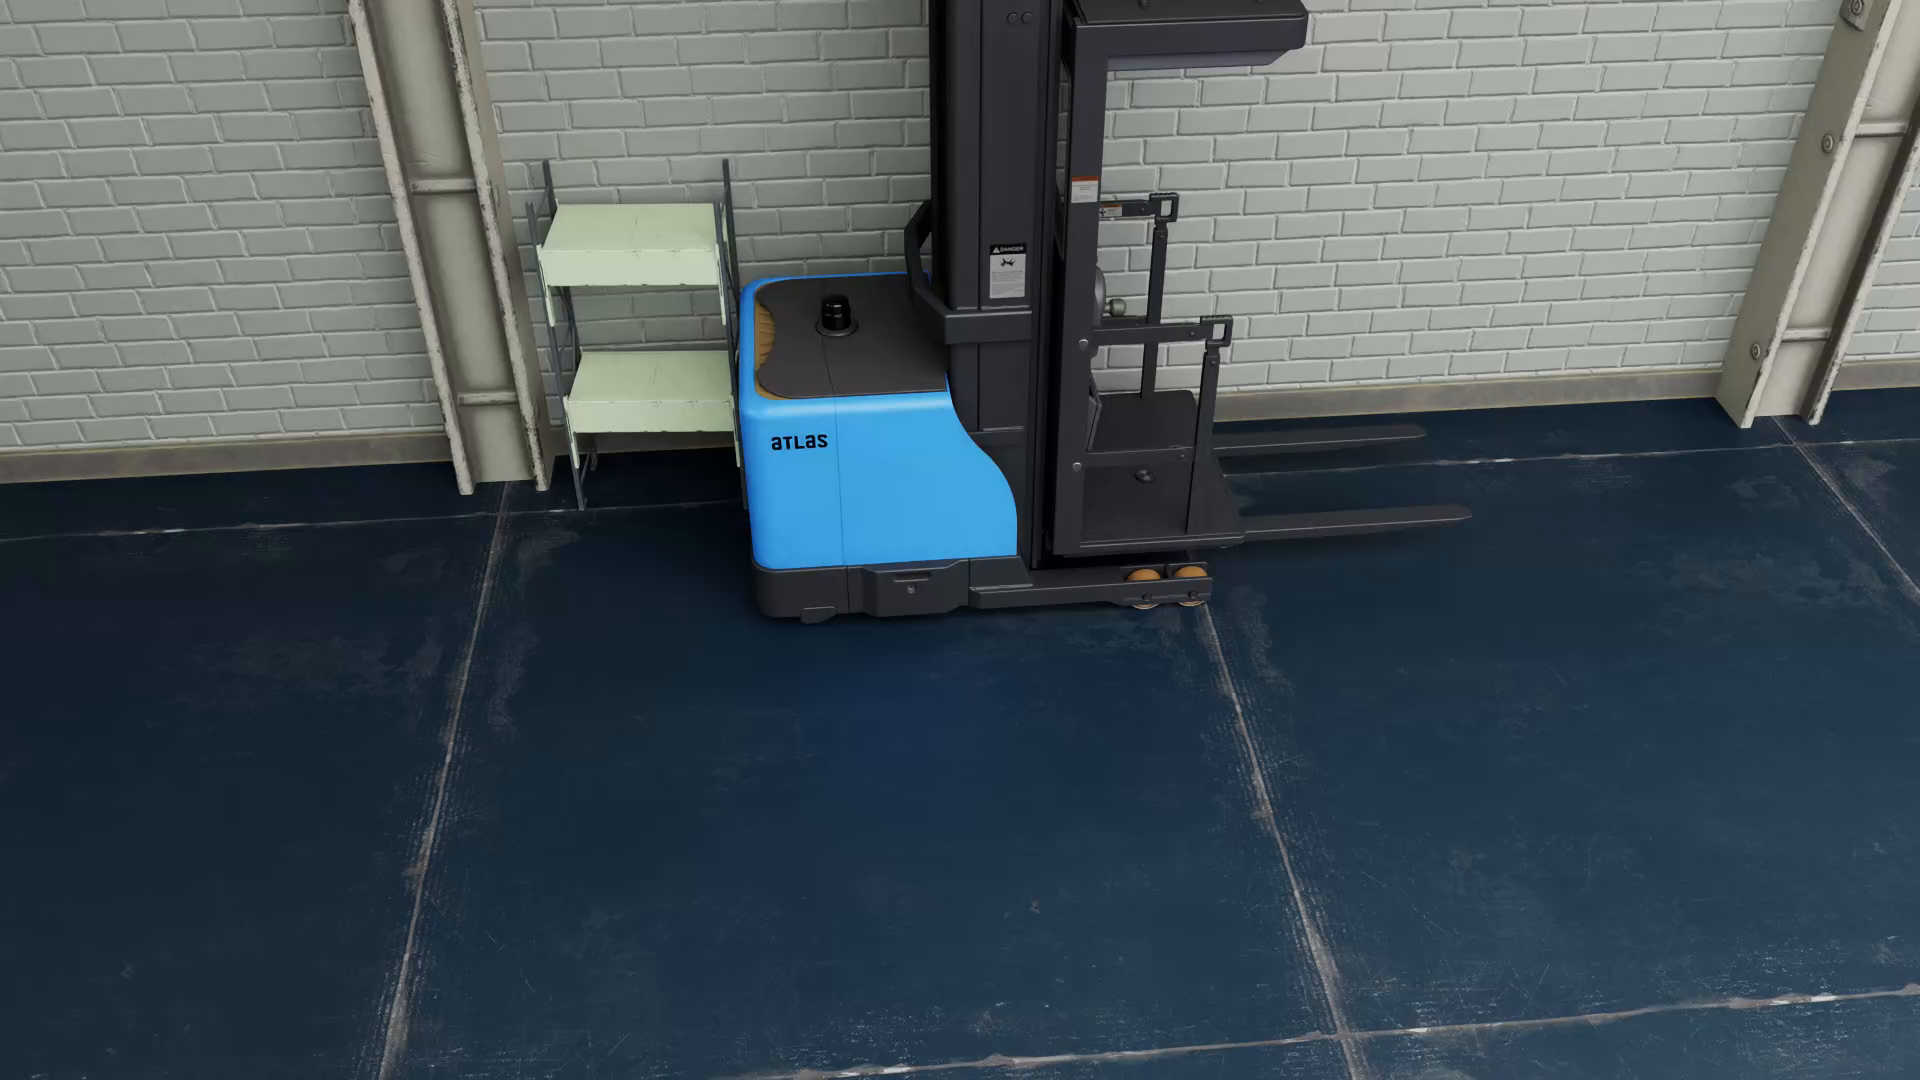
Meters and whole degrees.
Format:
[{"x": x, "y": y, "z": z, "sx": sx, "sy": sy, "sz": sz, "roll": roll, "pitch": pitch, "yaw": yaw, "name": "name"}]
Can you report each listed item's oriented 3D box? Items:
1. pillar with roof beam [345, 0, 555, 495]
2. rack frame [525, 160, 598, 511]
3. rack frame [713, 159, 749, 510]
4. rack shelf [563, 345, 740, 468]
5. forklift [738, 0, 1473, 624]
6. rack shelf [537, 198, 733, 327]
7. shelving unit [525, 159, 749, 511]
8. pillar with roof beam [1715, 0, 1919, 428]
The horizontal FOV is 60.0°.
[{"x": -1.694, "y": -1.187, "z": 1.490, "sx": 0.400, "sy": 9.000, "sz": 9.100, "roll": -3, "pitch": 38, "yaw": -4, "name": "pillar with roof beam"}, {"x": -1.689, "y": -0.841, "z": 7.105, "sx": 0.023, "sy": 1.500, "sz": 0.400, "roll": -1, "pitch": 38, "yaw": -1, "name": "rack frame"}, {"x": -0.957, "y": -0.848, "z": 7.114, "sx": 0.023, "sy": 1.500, "sz": 0.400, "roll": -1, "pitch": 38, "yaw": -1, "name": "rack frame"}, {"x": -1.323, "y": -0.589, "z": 7.312, "sx": 0.720, "sy": 0.370, "sz": 0.431, "roll": -1, "pitch": 38, "yaw": -1, "name": "rack shelf"}, {"x": 0.627, "y": -1.189, "z": 6.391, "sx": 3.031, "sy": 2.935, "sz": 1.130, "roll": -4, "pitch": 38, "yaw": -4, "name": "forklift"}, {"x": -1.323, "y": -1.151, "z": 6.868, "sx": 0.720, "sy": 0.370, "sz": 0.431, "roll": -1, "pitch": 38, "yaw": -1, "name": "rack shelf"}, {"x": -1.323, "y": -0.845, "z": 7.110, "sx": 0.755, "sy": 1.500, "sz": 0.431, "roll": -1, "pitch": 38, "yaw": -1, "name": "shelving unit"}, {"x": 4.283, "y": -1.516, "z": 1.907, "sx": 0.400, "sy": 9.000, "sz": 9.100, "roll": -3, "pitch": 38, "yaw": -4, "name": "pillar with roof beam"}]
